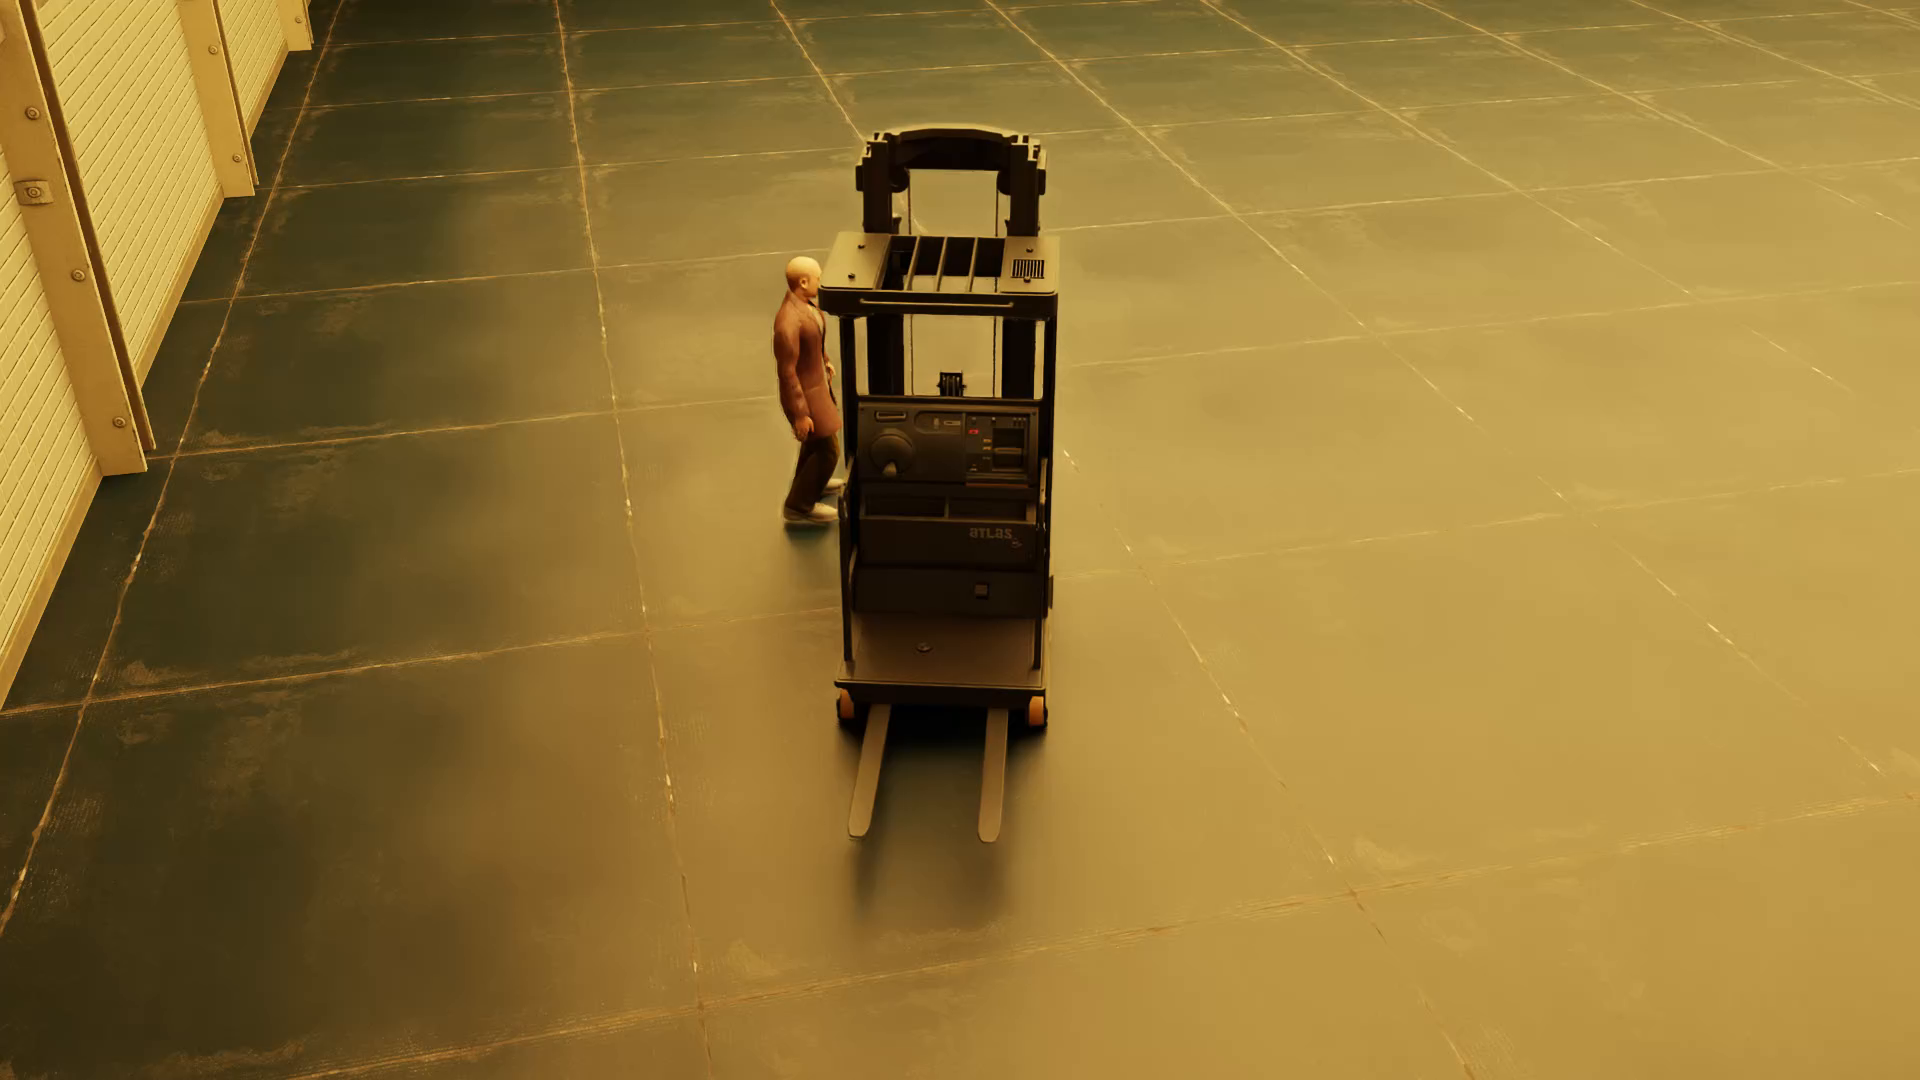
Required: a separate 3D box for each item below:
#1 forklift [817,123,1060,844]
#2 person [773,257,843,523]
[{"bbox_3d":[-0.074,-0.451,8.354,1.130,2.935,3.031,2,30,3],"label":"forklift"},{"bbox_3d":[-0.922,-0.924,10.346,0.426,1.750,0.826,1,30,1],"label":"person"}]
